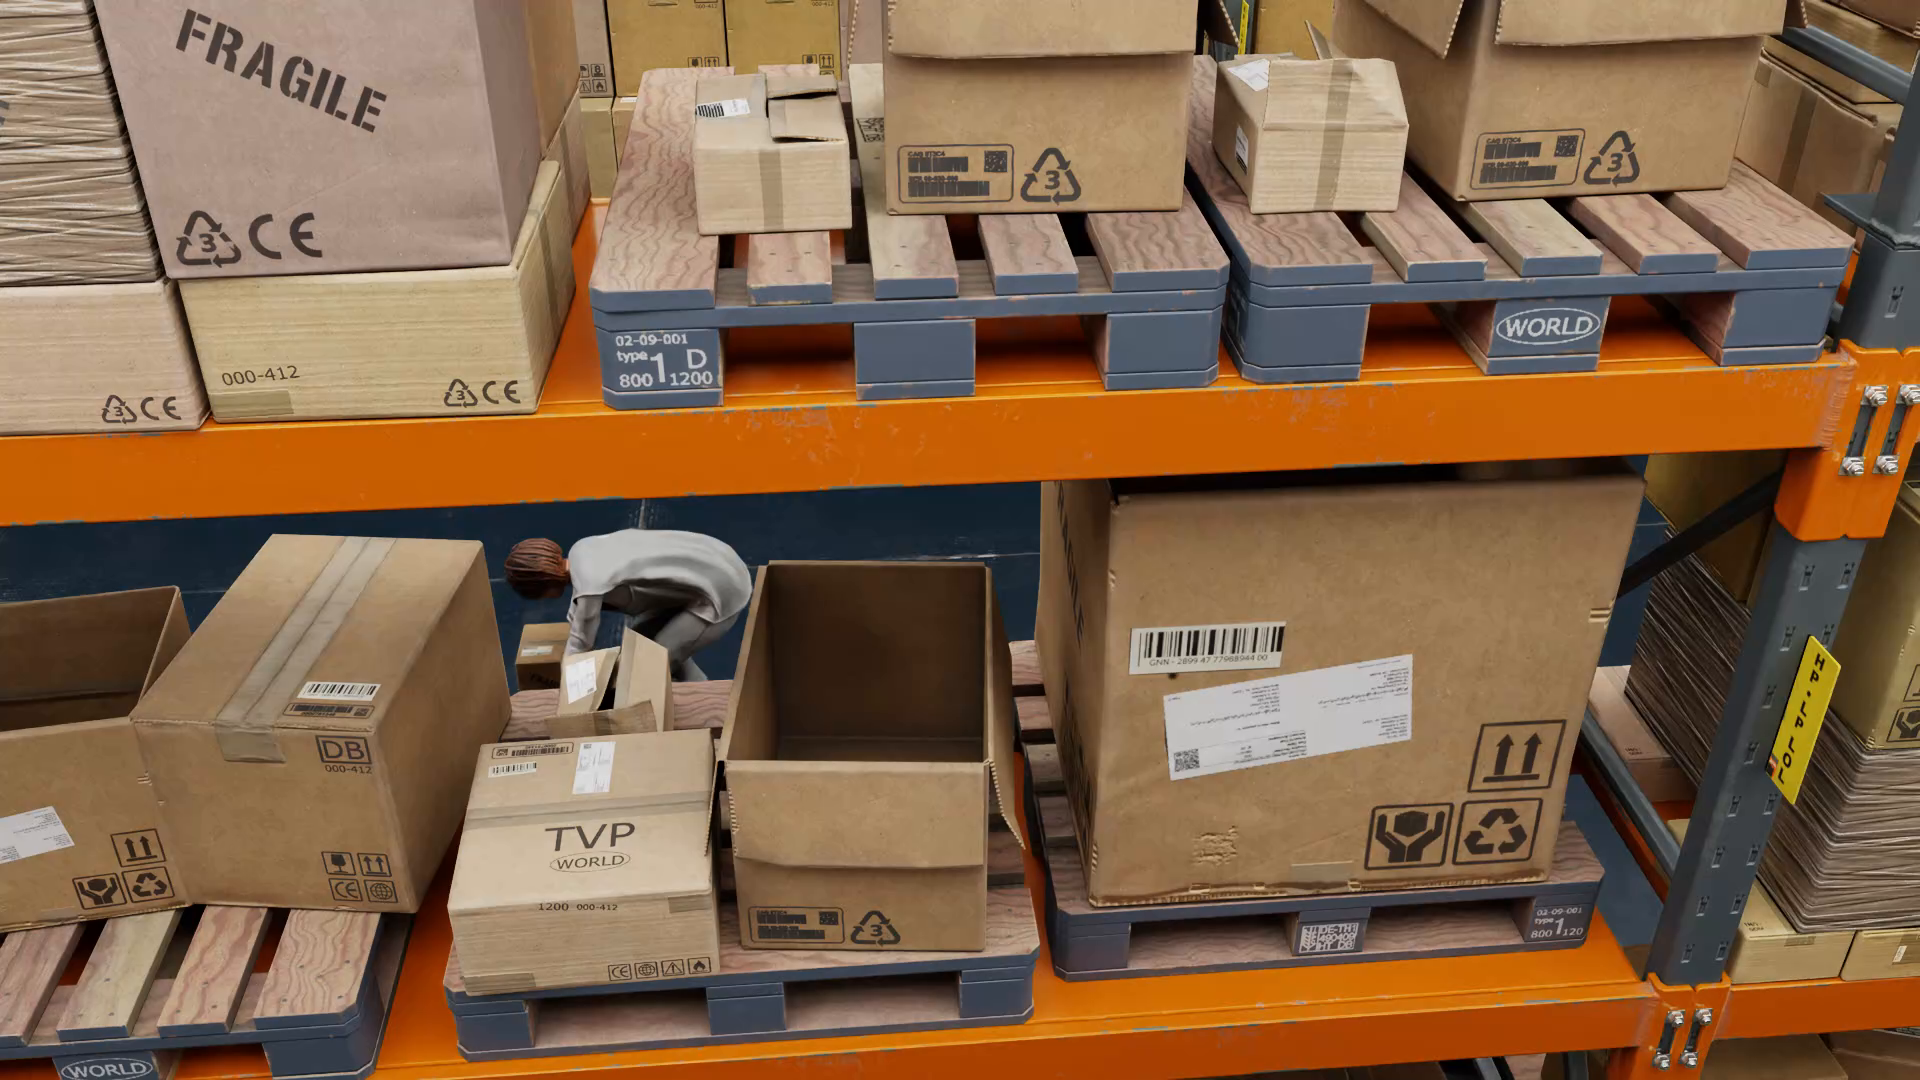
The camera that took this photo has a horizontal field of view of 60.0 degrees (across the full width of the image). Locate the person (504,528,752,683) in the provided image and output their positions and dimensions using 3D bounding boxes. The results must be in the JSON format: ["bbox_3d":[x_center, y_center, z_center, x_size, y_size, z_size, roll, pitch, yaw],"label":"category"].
[{"bbox_3d":[-1.185,0.363,6.122,0.862,0.858,0.424,-4,32,-7],"label":"person"}]
